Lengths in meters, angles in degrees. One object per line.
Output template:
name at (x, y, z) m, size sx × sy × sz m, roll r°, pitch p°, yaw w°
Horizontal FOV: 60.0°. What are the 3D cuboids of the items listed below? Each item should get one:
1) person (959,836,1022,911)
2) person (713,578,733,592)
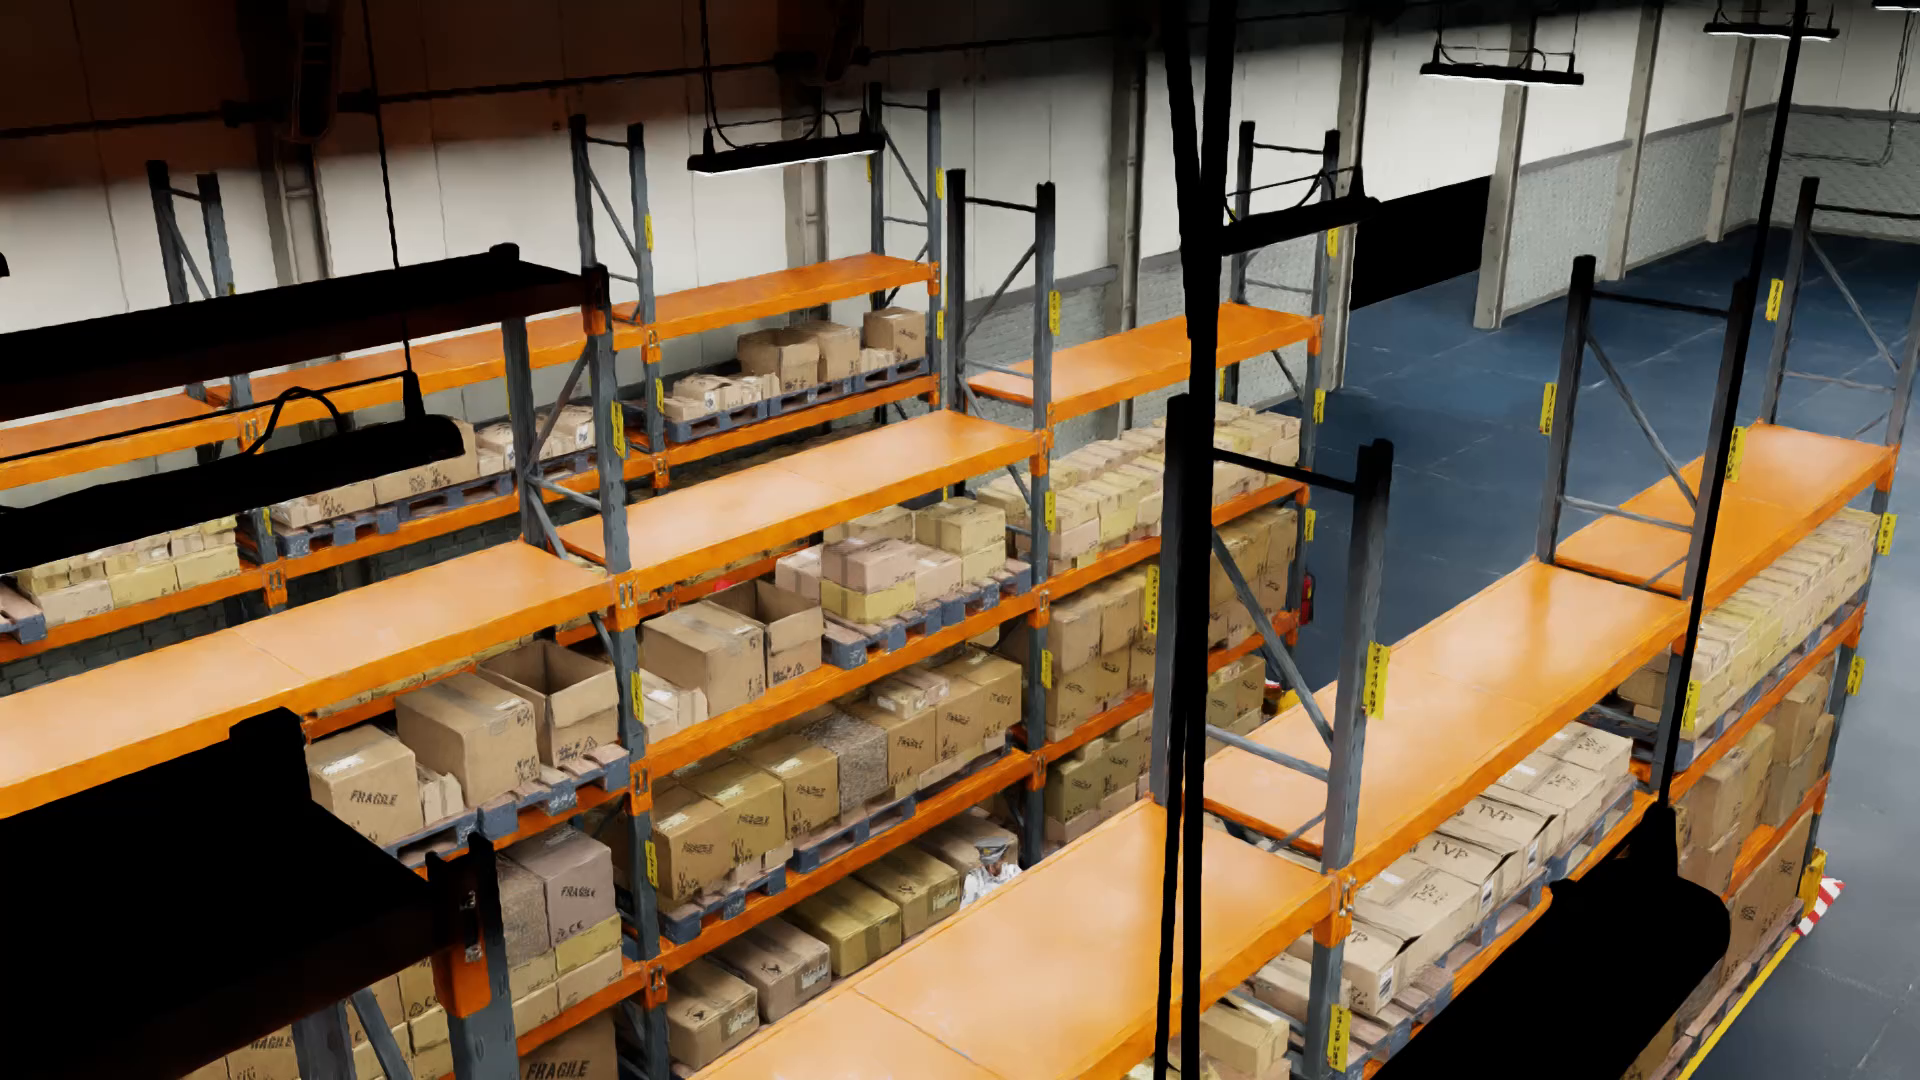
person at (0.247, 2.917, 12.162) m, size 0.572 × 1.665 × 0.526 m, roll -9°, pitch 23°, yaw -21°
person at (-2.293, 1.221, 16.366) m, size 0.661 × 1.785 × 0.579 m, roll -8°, pitch 23°, yaw -20°
